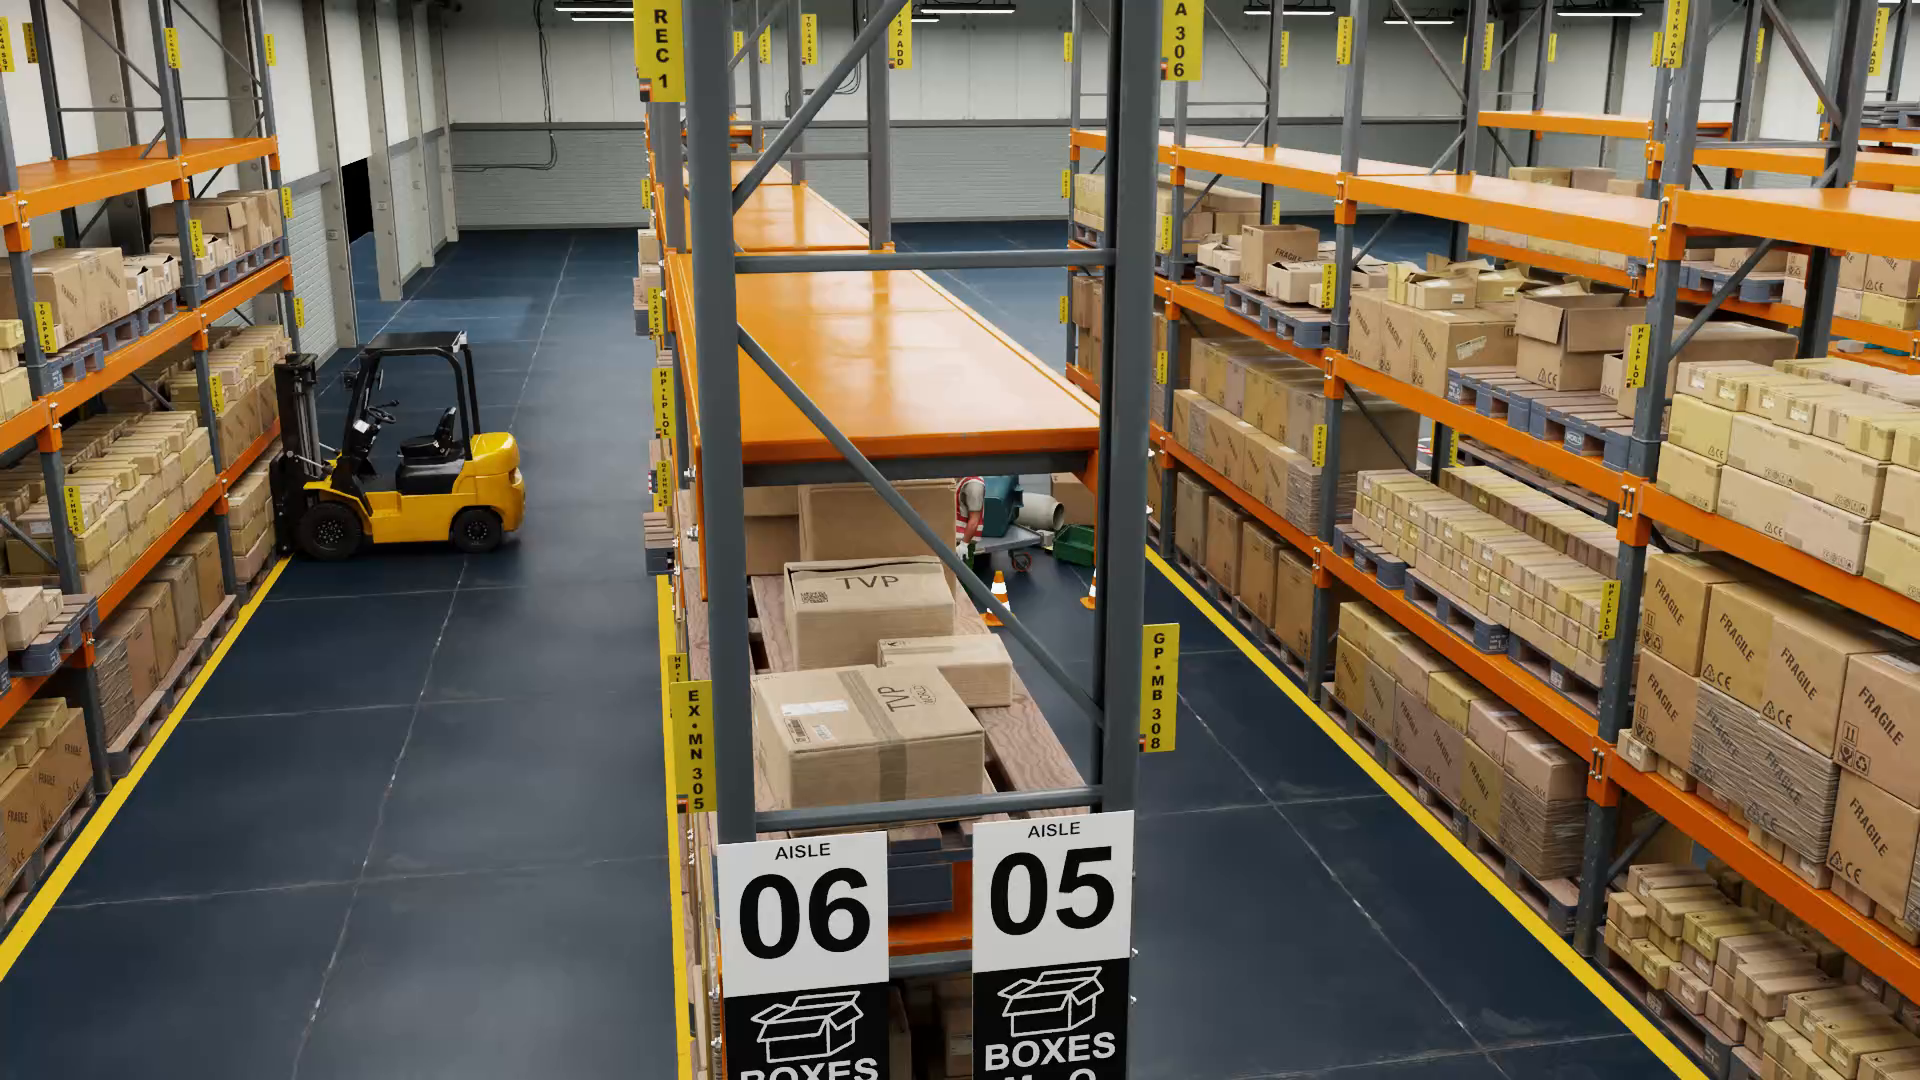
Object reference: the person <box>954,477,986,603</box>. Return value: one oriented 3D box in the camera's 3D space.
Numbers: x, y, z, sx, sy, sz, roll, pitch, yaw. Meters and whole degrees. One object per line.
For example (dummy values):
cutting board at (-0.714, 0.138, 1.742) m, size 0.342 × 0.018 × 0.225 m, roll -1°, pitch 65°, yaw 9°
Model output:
person at (-0.069, -0.011, 14.497) m, size 0.561 × 1.790 × 0.638 m, roll -3°, pitch 16°, yaw -10°
